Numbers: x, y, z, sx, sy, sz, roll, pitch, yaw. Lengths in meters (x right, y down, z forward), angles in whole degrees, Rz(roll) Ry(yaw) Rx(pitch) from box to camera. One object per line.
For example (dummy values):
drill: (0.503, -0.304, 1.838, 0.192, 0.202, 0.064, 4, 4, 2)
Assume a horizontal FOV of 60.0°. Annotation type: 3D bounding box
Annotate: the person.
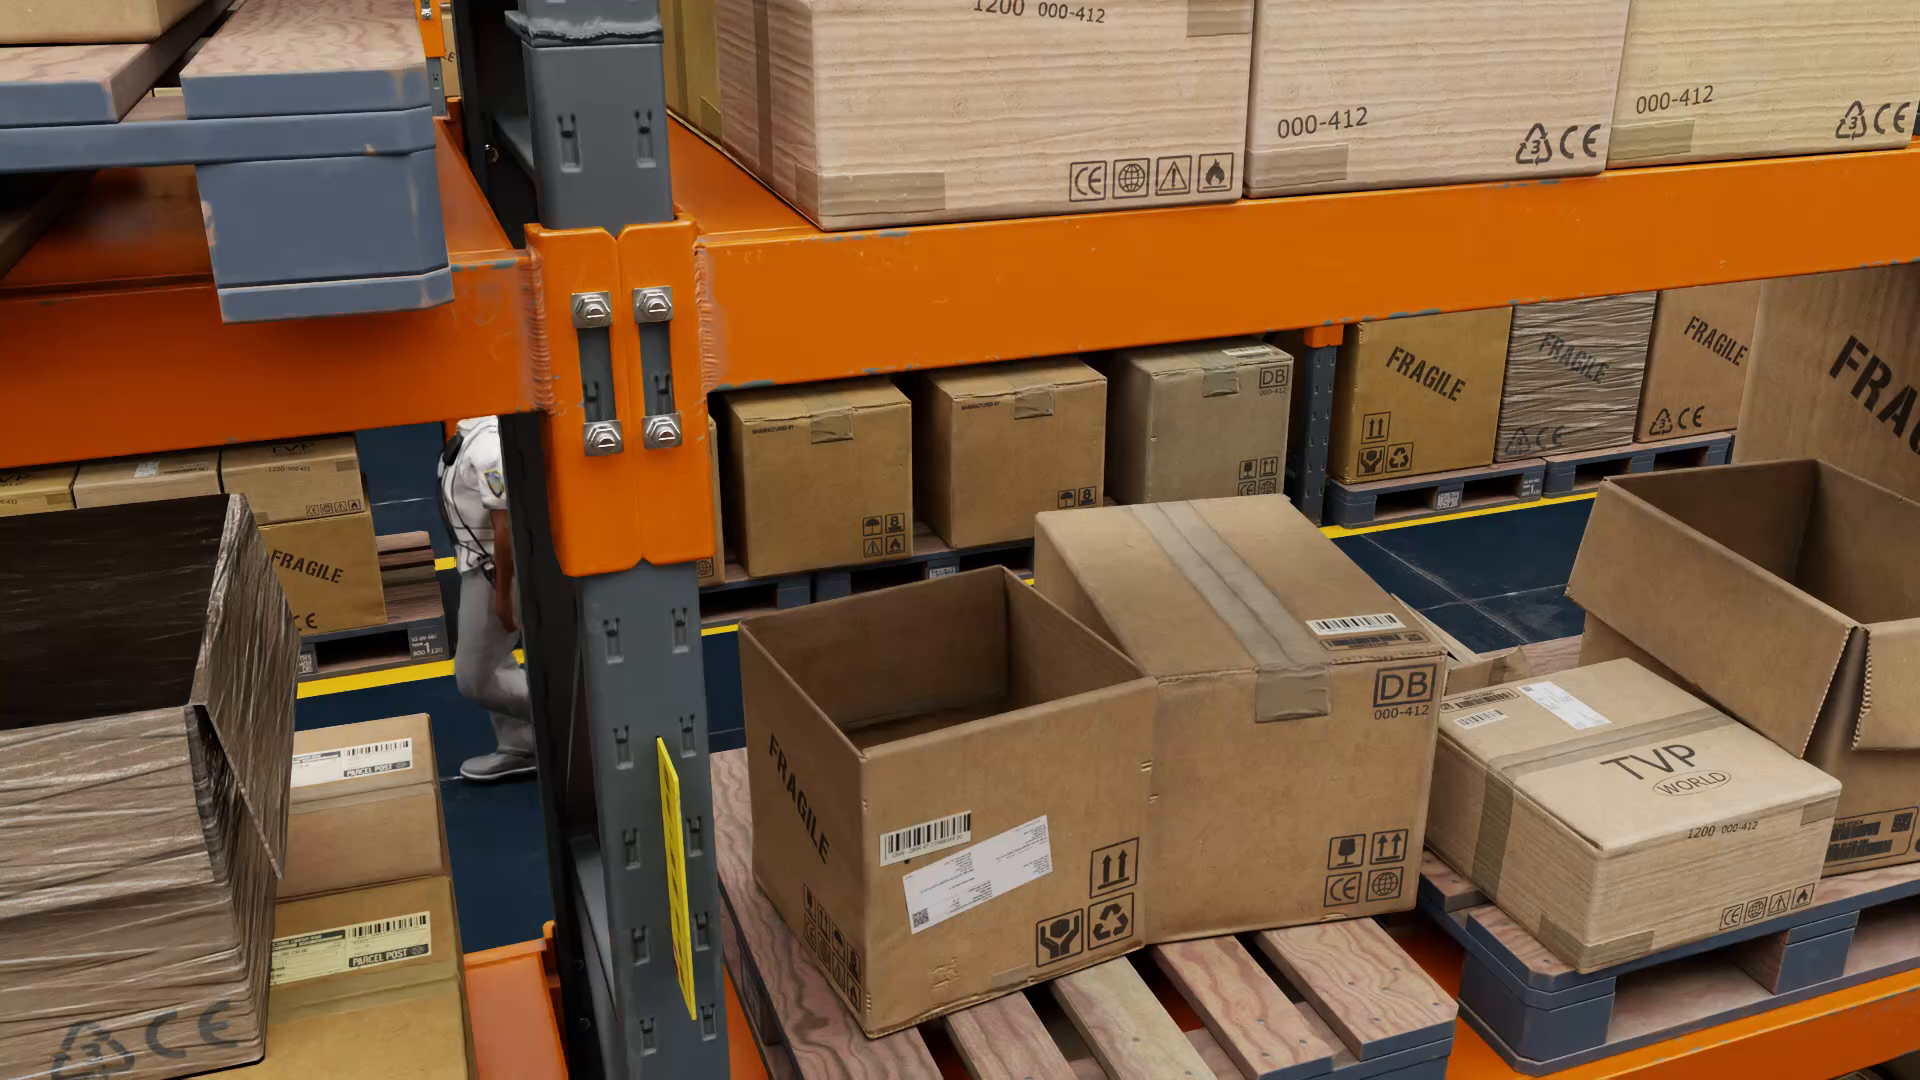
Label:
person: (-1.556, 0.087, 5.786, 0.533, 1.676, 0.448, -7, 24, -16)
